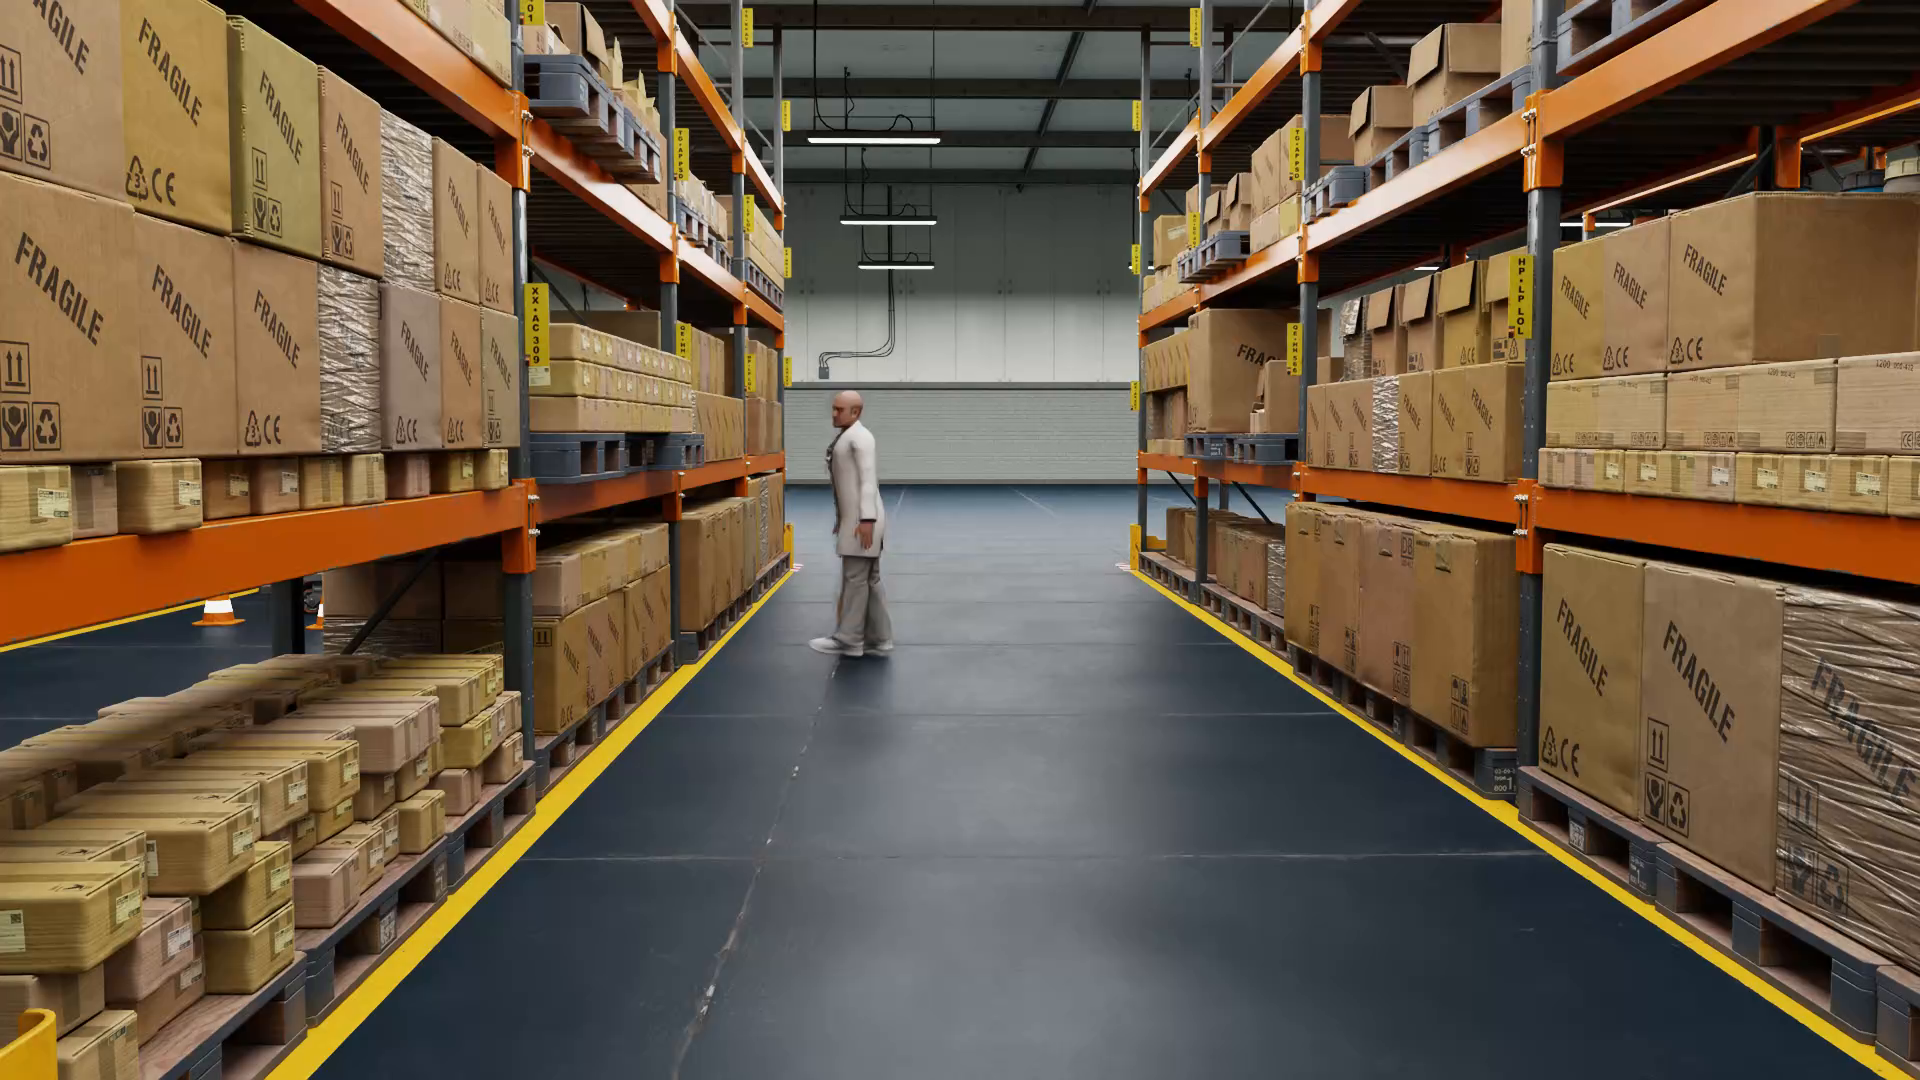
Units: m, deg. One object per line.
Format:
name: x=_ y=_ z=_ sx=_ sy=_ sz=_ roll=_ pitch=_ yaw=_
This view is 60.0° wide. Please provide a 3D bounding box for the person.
person: x=-0.727 y=-0.110 z=11.127 sx=0.610 sy=1.775 sz=0.683 roll=-1 pitch=4 yaw=-17
